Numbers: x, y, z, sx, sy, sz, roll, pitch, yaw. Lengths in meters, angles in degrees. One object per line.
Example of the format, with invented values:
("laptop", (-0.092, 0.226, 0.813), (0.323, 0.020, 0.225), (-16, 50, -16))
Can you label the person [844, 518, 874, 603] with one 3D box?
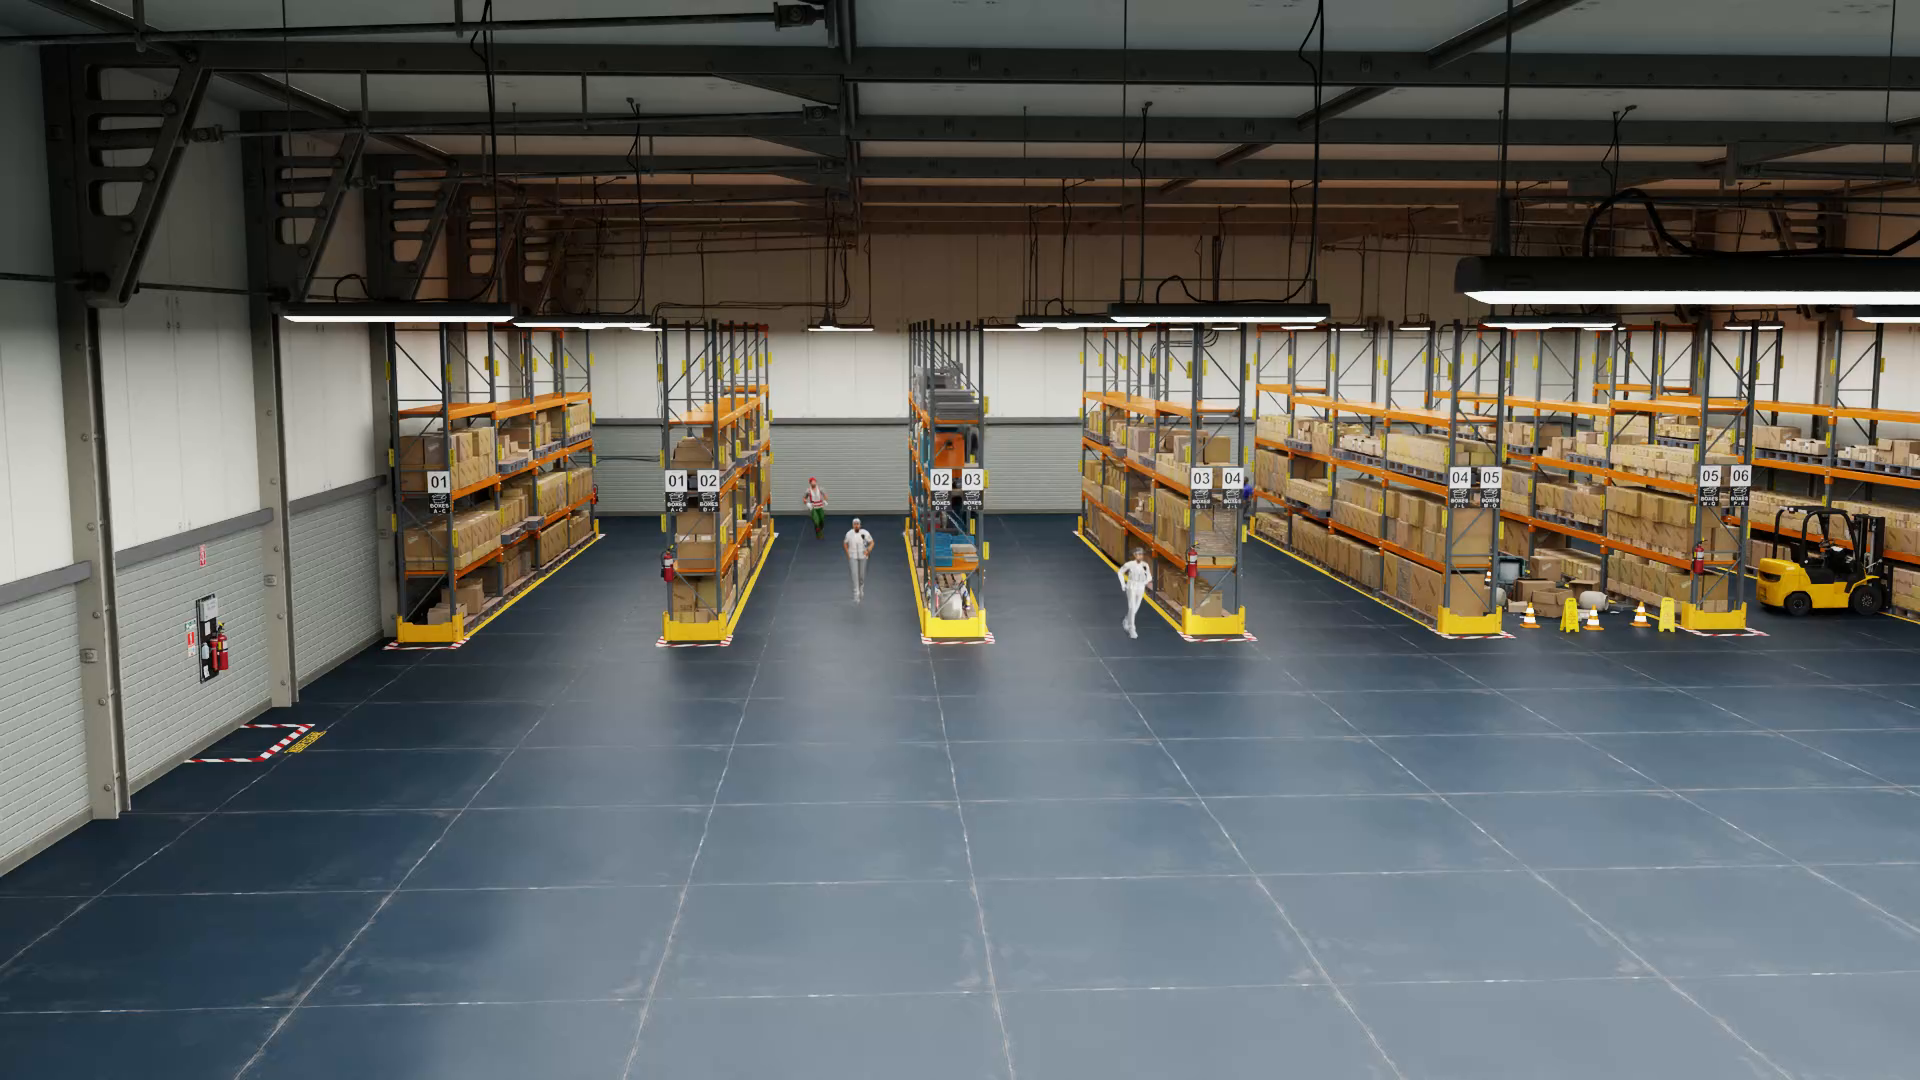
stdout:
("person", (-2.088, 0.399, 34.322), (0.625, 1.713, 0.649), (0, 7, -2))

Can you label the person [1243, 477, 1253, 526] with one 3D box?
("person", (8.443, -1.092, 49.023), (0.603, 1.579, 0.698), (-2, 7, -15))

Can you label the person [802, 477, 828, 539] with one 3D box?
("person", (-4.055, -0.889, 46.593), (0.713, 1.738, 0.519), (-2, 7, -14))

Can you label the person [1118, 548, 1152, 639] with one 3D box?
("person", (3.364, 0.976, 31.781), (0.623, 1.687, 0.861), (-2, 7, -15))
